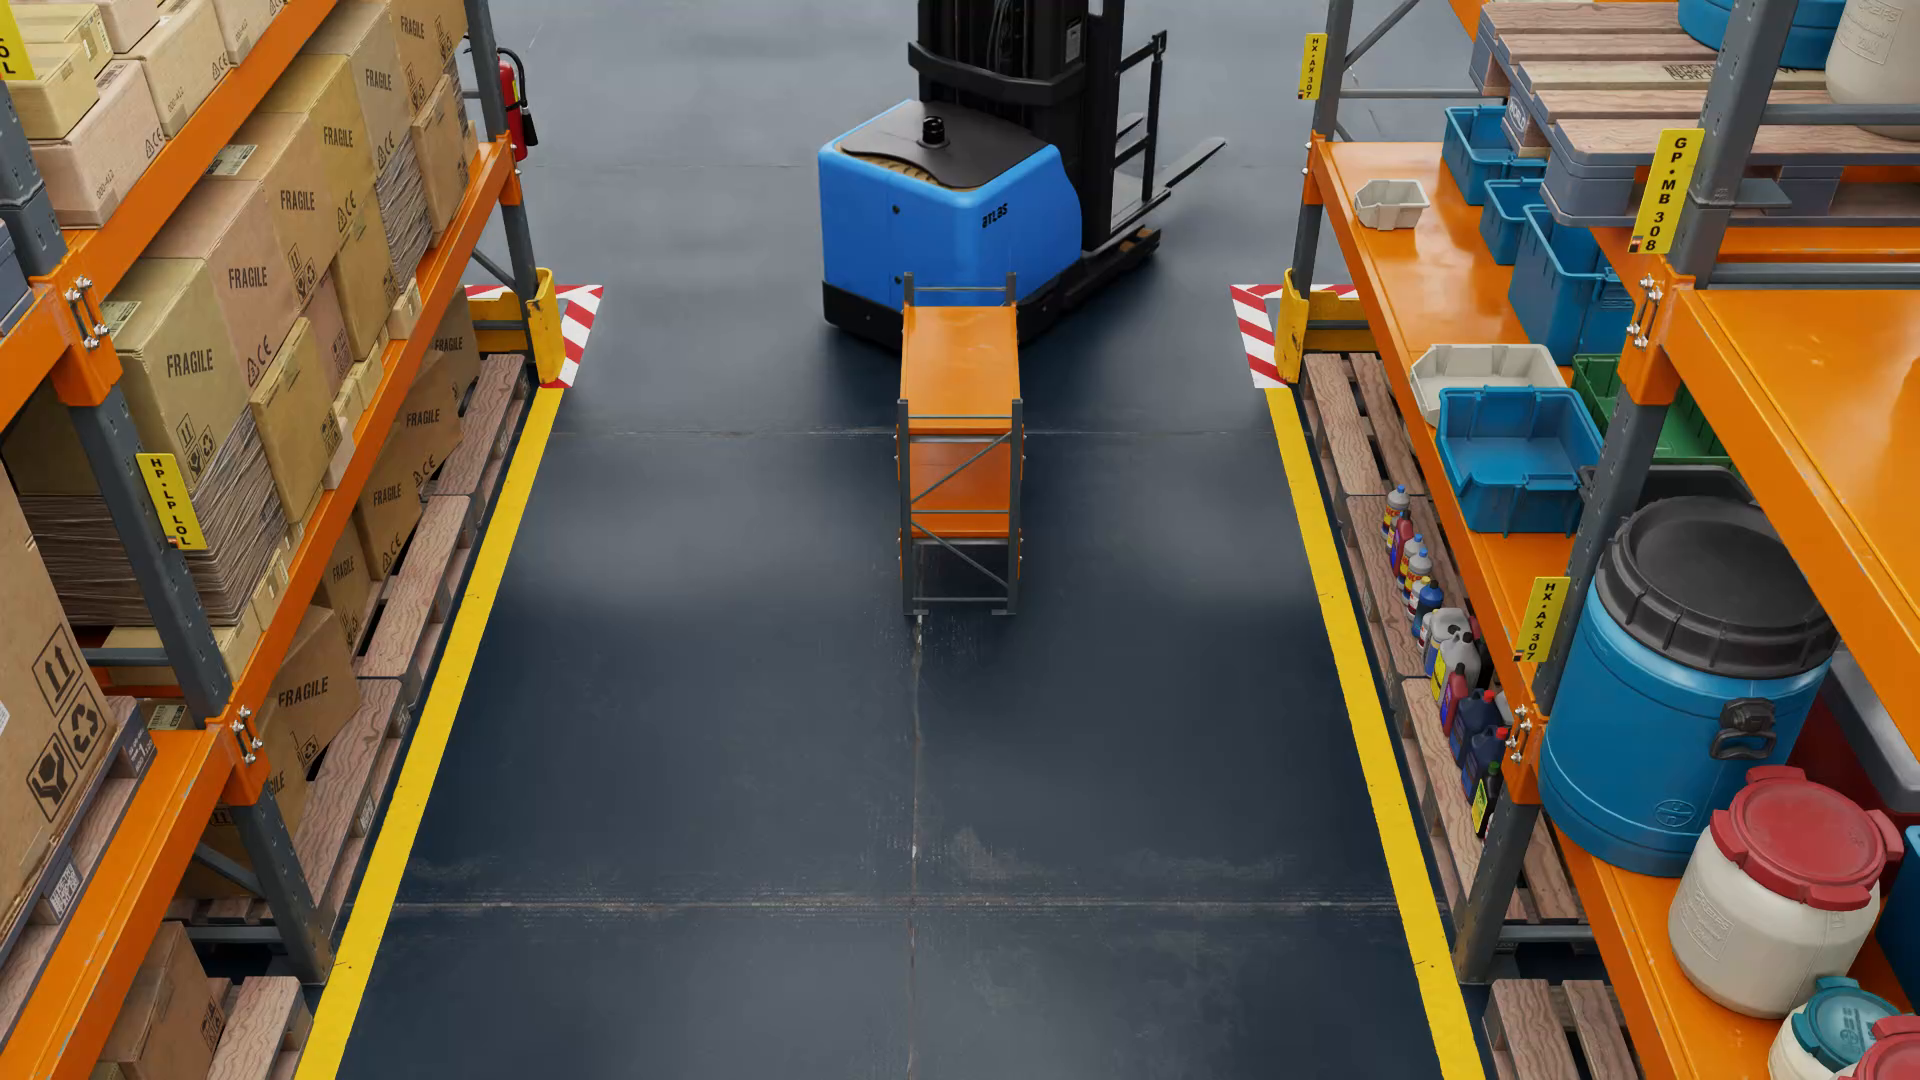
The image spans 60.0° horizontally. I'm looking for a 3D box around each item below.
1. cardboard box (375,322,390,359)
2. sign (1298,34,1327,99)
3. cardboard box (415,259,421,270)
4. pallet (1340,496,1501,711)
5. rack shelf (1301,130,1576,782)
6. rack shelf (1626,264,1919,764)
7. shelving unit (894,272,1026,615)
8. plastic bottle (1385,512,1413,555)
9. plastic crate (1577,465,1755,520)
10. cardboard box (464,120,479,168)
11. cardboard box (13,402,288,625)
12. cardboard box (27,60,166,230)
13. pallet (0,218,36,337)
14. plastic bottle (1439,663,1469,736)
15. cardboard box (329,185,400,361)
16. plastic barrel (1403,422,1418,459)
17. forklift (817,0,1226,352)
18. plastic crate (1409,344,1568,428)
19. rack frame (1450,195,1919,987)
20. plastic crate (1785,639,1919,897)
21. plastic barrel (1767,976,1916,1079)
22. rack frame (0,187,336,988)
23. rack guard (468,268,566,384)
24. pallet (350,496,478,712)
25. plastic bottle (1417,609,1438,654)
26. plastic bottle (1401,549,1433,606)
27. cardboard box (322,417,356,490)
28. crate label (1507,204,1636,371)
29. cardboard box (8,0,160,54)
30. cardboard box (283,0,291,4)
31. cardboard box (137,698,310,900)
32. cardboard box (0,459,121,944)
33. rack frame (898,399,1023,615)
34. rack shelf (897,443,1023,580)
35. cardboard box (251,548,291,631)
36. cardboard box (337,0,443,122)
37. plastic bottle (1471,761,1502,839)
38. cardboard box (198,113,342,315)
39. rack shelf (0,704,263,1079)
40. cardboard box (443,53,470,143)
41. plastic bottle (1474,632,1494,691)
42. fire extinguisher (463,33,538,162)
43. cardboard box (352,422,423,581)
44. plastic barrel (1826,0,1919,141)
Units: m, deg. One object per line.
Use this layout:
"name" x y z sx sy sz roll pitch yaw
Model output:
"cardboard box" -2.473 -0.779 6.524 0.380 0.149 0.250 0 39 0
"sign" 1.686 -2.263 7.954 0.100 0.325 0.005 0 39 0
"cardboard box" -2.515 -1.248 7.110 0.380 0.149 0.250 0 39 0
"pallet" 2.277 0.252 7.267 1.003 0.211 1.213 0 39 0
"rack shelf" 2.238 -0.622 6.702 1.077 0.370 4.000 0 39 0
"rack shelf" 2.243 0.709 2.643 1.077 0.370 4.000 0 39 0
"shelving unit" 0.000 -0.435 7.393 0.538 1.125 1.048 0 39 0
"plastic bottle" 1.927 -0.034 7.280 0.097 0.201 0.097 0 39 0
"plastic crate" 2.367 0.045 5.345 0.767 0.338 0.504 0 39 0
"cardboard box" -2.510 -1.873 7.890 0.380 0.149 0.250 0 39 0
"cardboard box" -2.651 -0.085 5.139 0.875 0.500 0.500 0 39 0
"cardboard box" -2.457 -1.042 4.373 0.500 0.250 0.500 -1 39 -2
"pallet" -2.818 -0.359 3.551 1.213 0.211 1.003 0 39 0
"plastic bottle" 1.910 0.612 6.408 0.061 0.283 0.133 2 39 3
"cardboard box" -2.677 -1.023 6.310 0.875 0.500 0.500 0 39 0
"plastic barrel" 2.314 -0.621 7.780 0.421 0.512 0.421 0 39 0
"forklift" 0.527 -2.883 9.004 1.130 2.935 3.031 25 45 28
"plastic crate" 1.985 -0.564 6.266 0.530 0.136 0.437 0 39 0
"rack frame" 2.241 0.348 4.917 1.000 3.000 0.127 0 39 0
"plastic crate" 2.547 0.626 4.519 0.402 0.464 0.583 0 39 0
"plastic barrel" 2.089 1.230 3.927 0.301 0.262 0.301 0 39 0
"rack frame" -2.712 0.352 4.912 1.000 3.000 0.127 0 39 0
"rack guard" -2.717 -1.127 8.756 1.175 0.500 0.348 0 39 0
"pallet" -2.753 0.255 7.263 1.003 0.211 1.213 0 39 0
"plastic bottle" 1.927 0.369 6.777 0.097 0.201 0.097 0 39 0
"plastic bottle" 1.927 0.151 6.993 0.097 0.271 0.097 0 39 0
"cardboard box" -2.396 -0.310 5.939 0.380 0.149 0.250 0 39 0
"crate label" 2.509 -1.016 6.591 0.502 0.435 0.616 0 39 0
"cardboard box" -2.452 -1.456 4.571 0.380 0.149 0.250 0 39 0
"cardboard box" -2.461 -2.013 5.585 0.500 0.250 0.500 -1 39 -1
"cardboard box" -2.673 0.913 5.875 0.500 0.500 0.500 -1 39 -1
"cardboard box" -2.851 0.451 3.973 1.000 1.000 1.000 0 39 0
"rack frame" 0.001 -0.117 6.996 0.500 1.125 0.032 0 39 0
"rack shelf" 0.000 -0.244 7.546 0.538 0.278 1.000 0 39 0
"cardboard box" -2.399 0.159 5.354 0.380 0.149 0.250 0 39 0
"cardboard box" -2.463 -2.038 6.778 0.500 0.500 0.500 0 39 0
"plastic bottle" 1.910 0.936 6.004 0.061 0.283 0.133 2 39 2
"cardboard box" -2.461 -1.100 5.607 0.500 0.500 0.500 0 39 0
"rack shelf" -2.710 1.883 3.577 1.077 0.370 4.000 0 39 0
"cardboard box" -2.744 -1.961 7.480 0.875 0.500 0.500 0 39 0
"plastic bottle" 2.054 0.496 6.553 0.061 0.283 0.133 0 39 0
"fire extinguisher" -2.256 -2.191 8.148 0.296 0.674 0.183 0 39 0
"cardboard box" -2.716 -0.182 7.242 0.500 0.500 0.500 3 39 4
"plastic barrel" 2.437 -1.299 4.149 0.421 0.512 0.421 0 39 0
